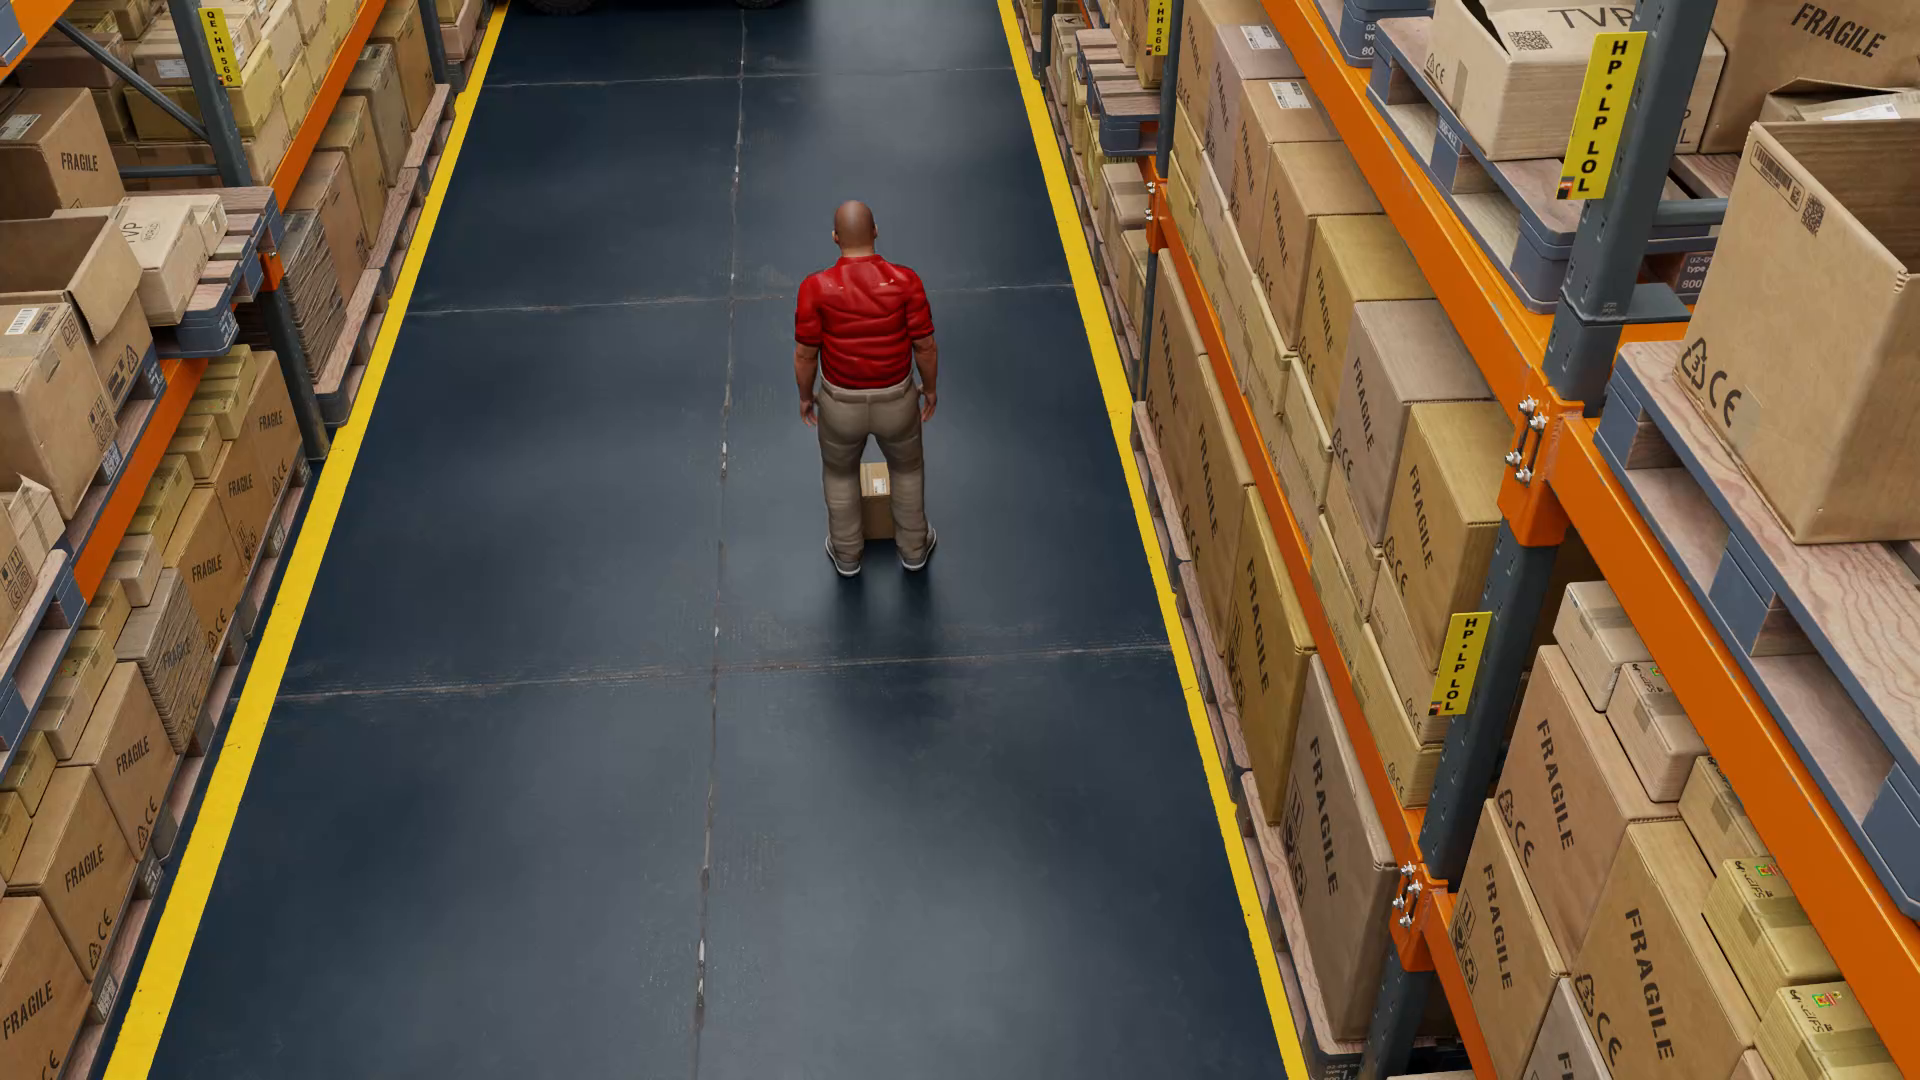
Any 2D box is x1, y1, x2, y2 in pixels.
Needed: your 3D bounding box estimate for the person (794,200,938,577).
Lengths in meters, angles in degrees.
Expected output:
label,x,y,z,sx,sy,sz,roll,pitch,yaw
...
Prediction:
label,x,y,z,sx,sy,sz,roll,pitch,yaw
person,-0.383,-0.592,6.900,0.583,1.726,0.394,-4,39,-4
